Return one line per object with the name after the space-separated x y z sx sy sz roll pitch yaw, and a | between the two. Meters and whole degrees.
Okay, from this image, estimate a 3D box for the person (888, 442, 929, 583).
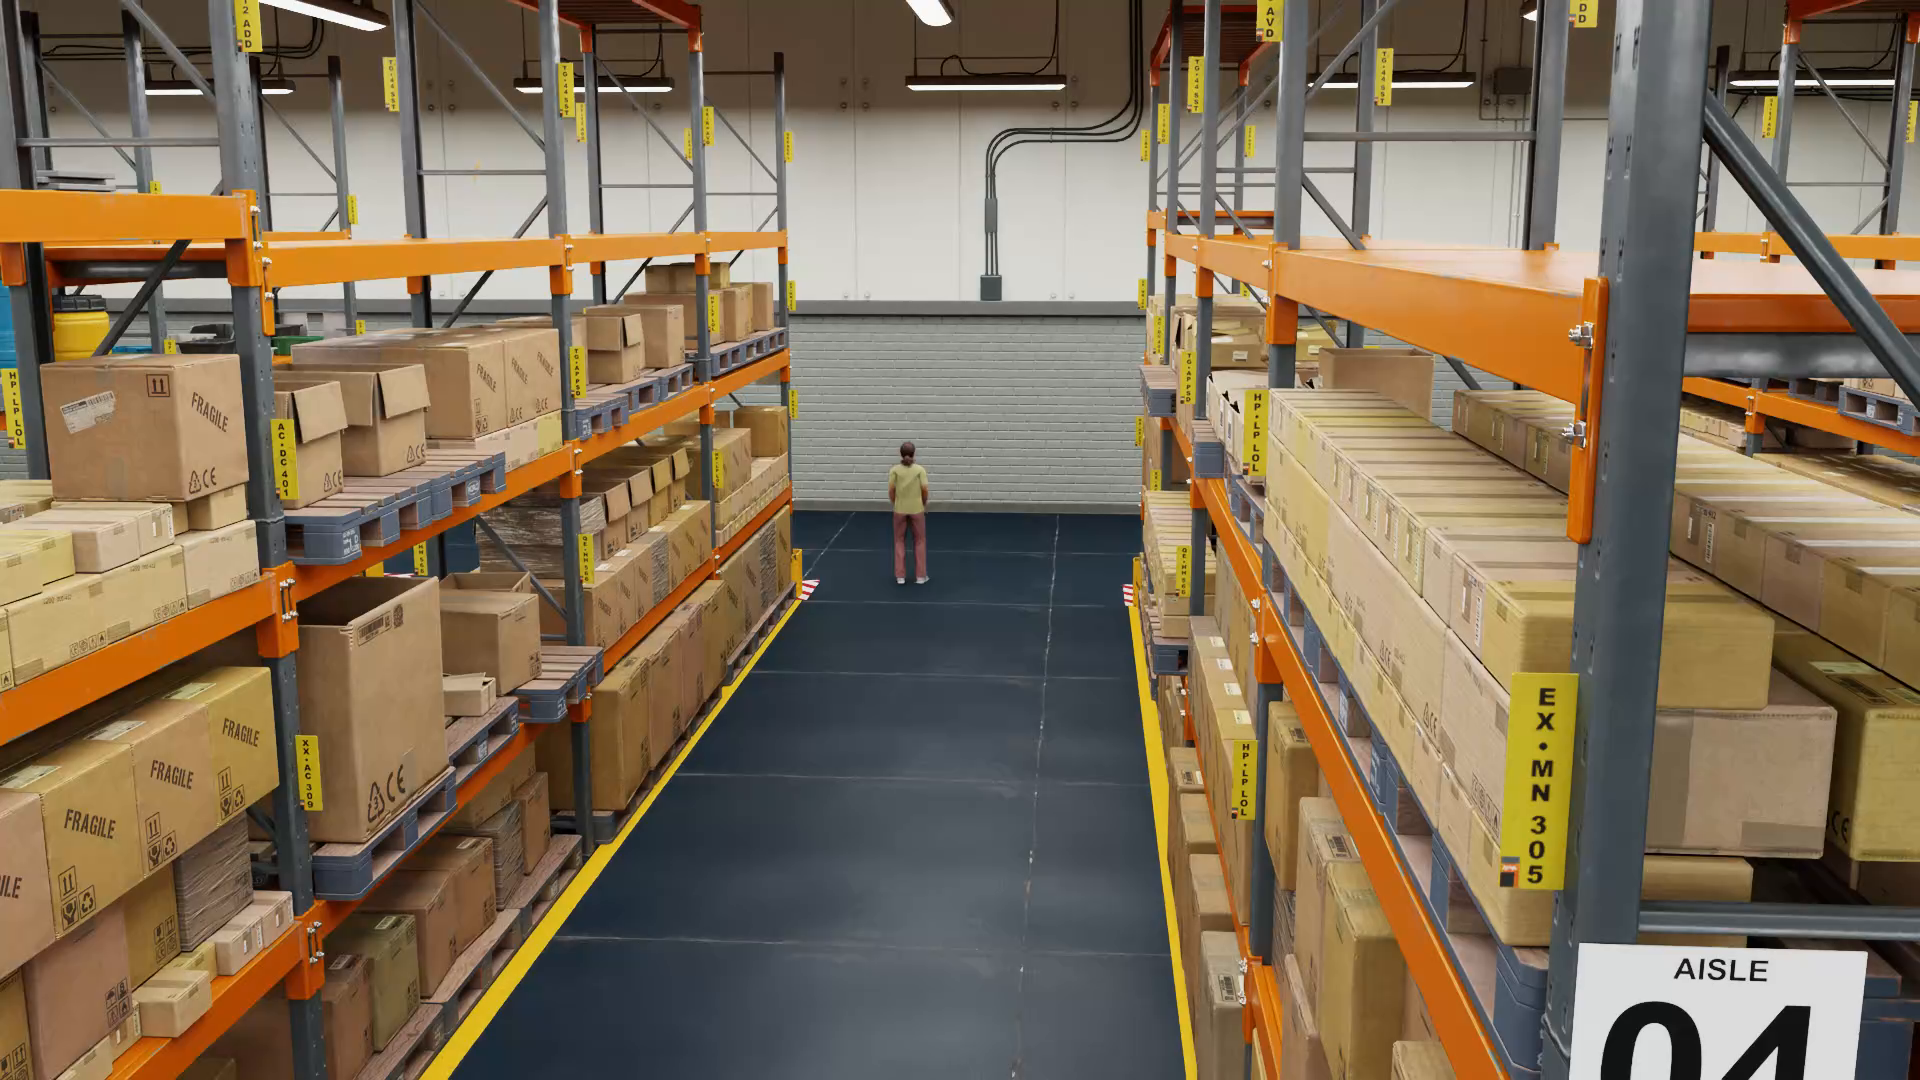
-0.606 -0.322 19.608 0.475 1.676 0.366 1 11 3 | person
